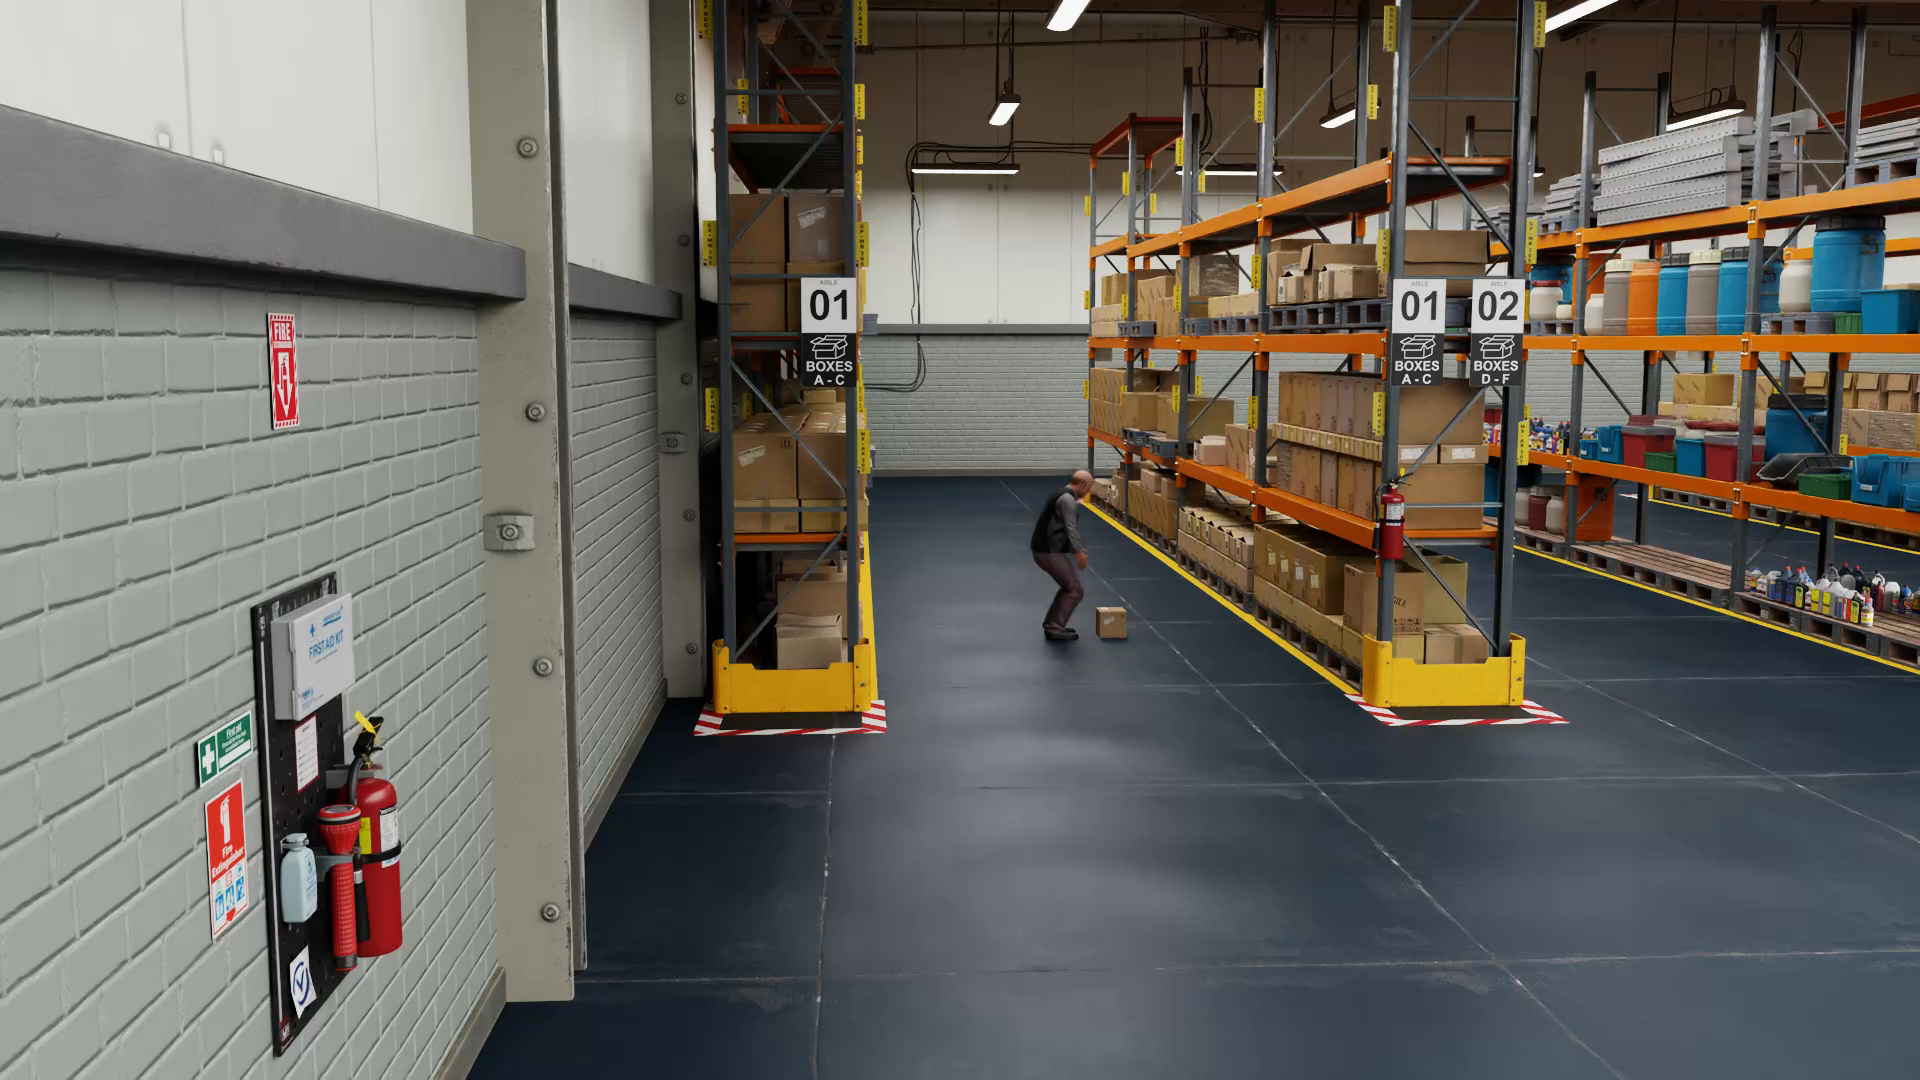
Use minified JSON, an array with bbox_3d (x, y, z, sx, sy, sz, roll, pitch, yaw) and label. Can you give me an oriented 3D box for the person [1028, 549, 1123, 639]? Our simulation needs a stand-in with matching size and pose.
[{"bbox_3d":[1.085,0.525,15.520,0.882,0.804,0.529,0,7,-4],"label":"person"}]
